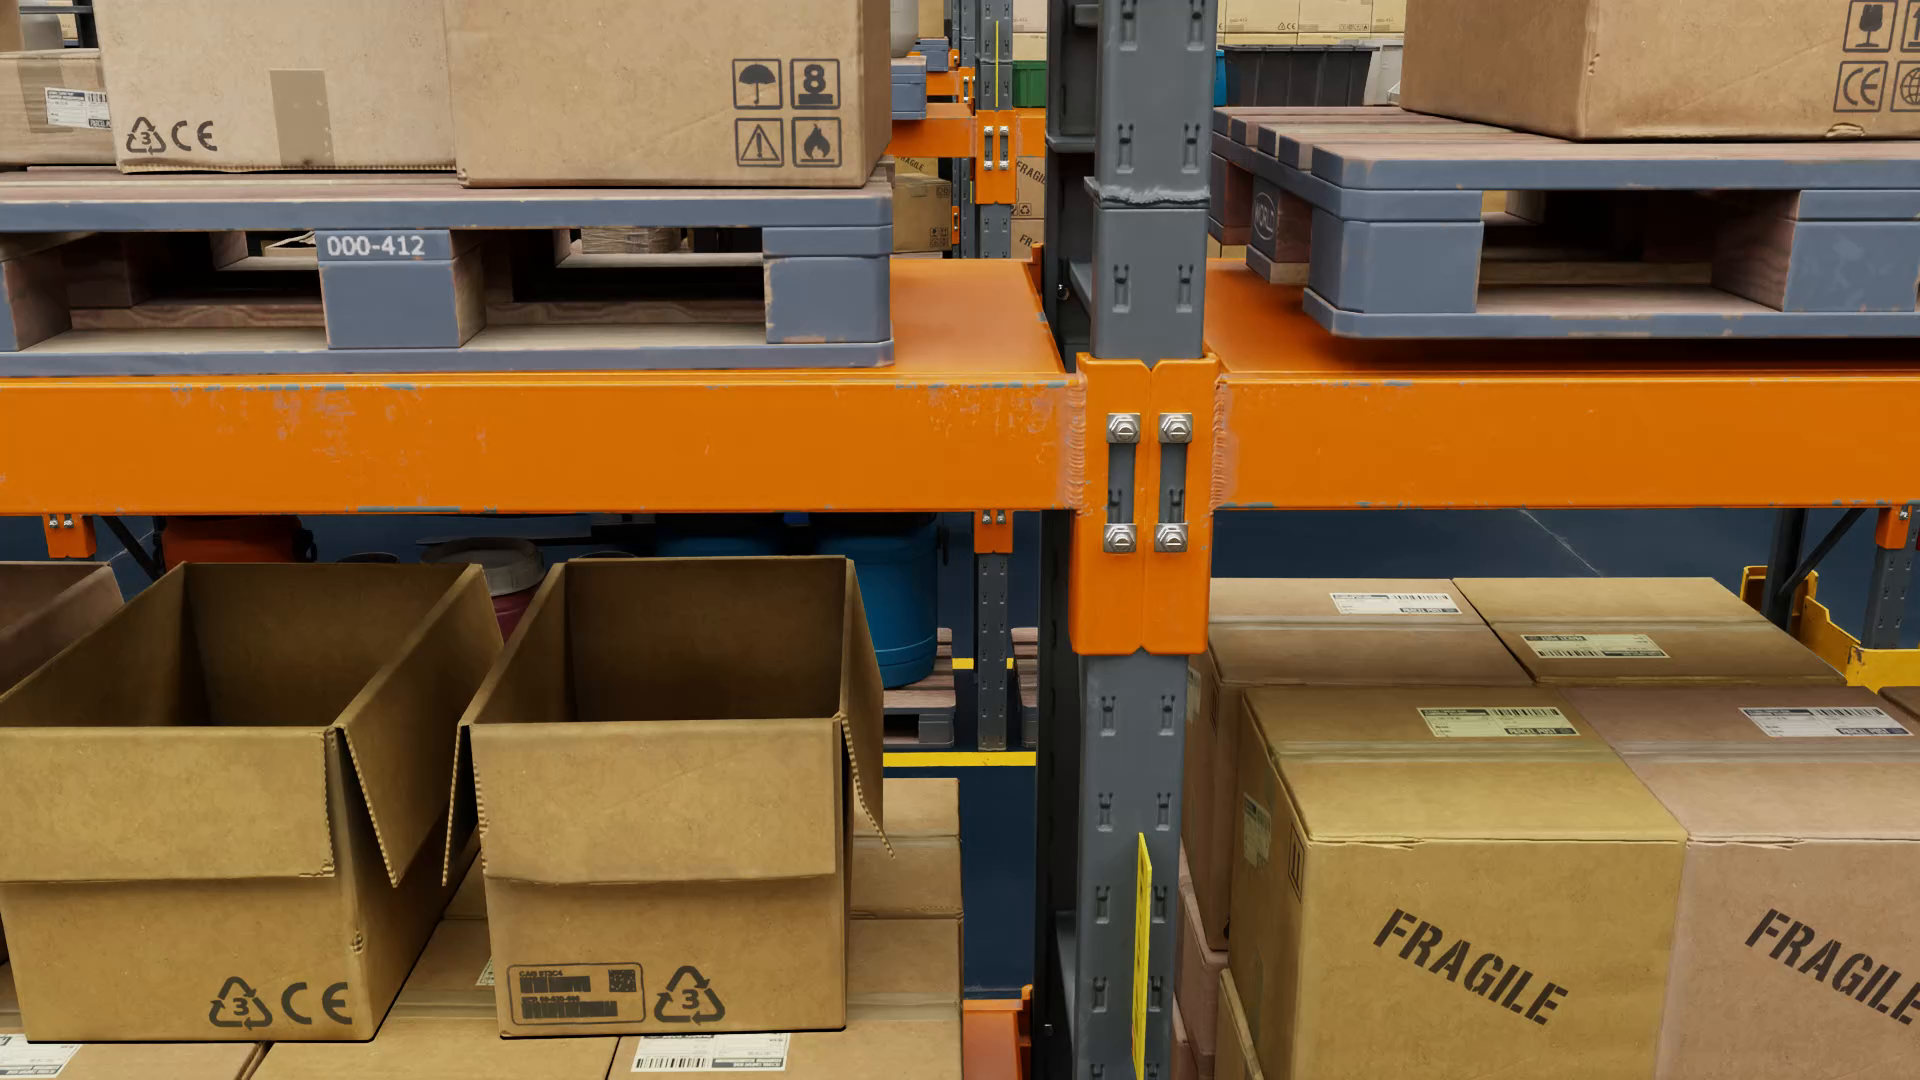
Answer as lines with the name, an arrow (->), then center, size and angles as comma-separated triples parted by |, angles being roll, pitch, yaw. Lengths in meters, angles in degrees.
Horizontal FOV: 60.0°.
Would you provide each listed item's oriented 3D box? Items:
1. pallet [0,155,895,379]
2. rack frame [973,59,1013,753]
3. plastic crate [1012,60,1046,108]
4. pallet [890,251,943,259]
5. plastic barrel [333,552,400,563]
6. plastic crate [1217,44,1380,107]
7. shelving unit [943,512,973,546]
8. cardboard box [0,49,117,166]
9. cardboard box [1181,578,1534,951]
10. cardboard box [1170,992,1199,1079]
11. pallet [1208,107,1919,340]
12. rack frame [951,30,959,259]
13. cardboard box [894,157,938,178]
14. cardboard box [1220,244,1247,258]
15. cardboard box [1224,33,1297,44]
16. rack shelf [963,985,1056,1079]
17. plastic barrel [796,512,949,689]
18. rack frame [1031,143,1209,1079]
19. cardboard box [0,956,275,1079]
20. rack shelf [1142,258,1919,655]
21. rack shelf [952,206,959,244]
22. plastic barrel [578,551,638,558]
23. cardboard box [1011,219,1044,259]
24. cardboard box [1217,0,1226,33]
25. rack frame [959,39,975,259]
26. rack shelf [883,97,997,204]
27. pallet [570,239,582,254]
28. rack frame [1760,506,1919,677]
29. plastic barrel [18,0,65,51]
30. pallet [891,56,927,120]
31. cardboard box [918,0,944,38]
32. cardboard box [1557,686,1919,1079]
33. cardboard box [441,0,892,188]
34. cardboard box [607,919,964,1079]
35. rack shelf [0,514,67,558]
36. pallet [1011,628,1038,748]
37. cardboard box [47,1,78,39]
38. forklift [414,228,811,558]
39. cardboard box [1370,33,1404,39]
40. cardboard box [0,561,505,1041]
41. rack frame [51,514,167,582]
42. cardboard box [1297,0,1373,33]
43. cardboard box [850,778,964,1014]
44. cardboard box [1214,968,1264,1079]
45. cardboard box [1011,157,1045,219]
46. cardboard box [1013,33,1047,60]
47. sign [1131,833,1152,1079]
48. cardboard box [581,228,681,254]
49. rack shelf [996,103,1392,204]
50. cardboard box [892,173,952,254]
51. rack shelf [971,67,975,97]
pallet -> -0.699, -0.422, 2.355 | 1.217, 0.209, 0.805 | -1, 18, -3
rack frame -> 0.139, -0.617, 7.561 | 0.127, 3.000, 1.000 | 0, 18, -1
plastic crate -> 0.558, -2.039, 7.429 | 0.662, 0.188, 0.450 | 0, 18, -1
pallet -> -0.737, -2.068, 12.398 | 1.213, 0.211, 1.003 | 0, 18, -1
plastic barrel -> -2.809, 0.349, 7.933 | 0.421, 0.512, 0.421 | 0, 18, 0
plastic crate -> 1.385, -1.905, 6.880 | 0.590, 0.269, 0.497 | 0, 18, -1
shelving unit -> -0.014, -0.571, 10.364 | 0.189, 1.200, 0.258 | 0, 18, -1
cardboard box -> -1.274, -0.652, 2.481 | 0.250, 0.149, 0.380 | -1, 18, -3
cardboard box -> 0.672, 0.384, 2.969 | 0.500, 0.500, 0.500 | 0, 18, 1
cardboard box -> 0.517, 0.914, 3.200 | 0.250, 0.149, 0.380 | 0, 18, -1
pallet -> 1.035, -0.491, 2.403 | 1.213, 0.211, 1.003 | 0, 18, -1
rack frame -> -0.018, -3.643, 16.993 | 0.127, 3.000, 1.000 | 0, 18, -1
cardboard box -> -0.475, -3.762, 16.682 | 0.500, 0.500, 0.500 | -1, 18, -2
cardboard box -> 2.099, -2.105, 12.035 | 0.500, 0.500, 0.500 | -1, 18, -2
cardboard box -> 2.054, -3.420, 11.634 | 0.500, 0.250, 0.500 | 0, 18, -1
rack shelf -> -1.783, 1.248, 2.925 | 4.000, 0.370, 1.077 | 0, 18, -1
plastic barrel -> -0.406, 0.180, 7.825 | 0.708, 0.901, 0.600 | 0, 18, -1
rack frame -> 0.217, 0.896, 2.845 | 0.127, 3.000, 1.000 | 0, 18, -1
cardboard box -> -1.264, 0.939, 2.547 | 0.500, 0.500, 0.500 | 0, 18, -2
rack shelf -> 2.217, -0.200, 2.527 | 4.000, 0.370, 1.077 | 0, 18, -1
rack shelf -> -2.017, -3.291, 17.073 | 4.000, 0.370, 1.077 | 0, 18, -1
plastic barrel -> -1.680, 0.344, 7.950 | 0.421, 0.512, 0.421 | 0, 18, 0
cardboard box -> 0.578, -2.097, 12.010 | 0.500, 0.500, 0.500 | 0, 18, 1
cardboard box -> 1.554, -3.653, 11.541 | 0.500, 0.250, 0.500 | 0, 18, -1
rack frame -> 0.064, -2.130, 12.277 | 0.127, 3.000, 1.000 | 0, 18, -1
rack shelf -> -1.861, -1.693, 7.182 | 4.000, 0.370, 1.077 | 0, 18, -1
pallet -> -3.259, -2.044, 12.323 | 1.003, 0.211, 1.213 | 0, 18, -1
rack frame -> 4.138, -0.636, 7.621 | 0.127, 3.000, 1.000 | 0, 18, -1
plastic barrel -> -4.176, -2.171, 7.312 | 0.421, 0.512, 0.421 | 0, 18, 0
pallet -> -0.644, -1.922, 7.026 | 1.003, 0.211, 1.213 | 0, 18, -1
cardboard box -> -0.441, -3.874, 11.786 | 0.600, 0.600, 0.600 | -2, 18, -6
cardboard box -> 1.192, 0.544, 2.472 | 0.500, 0.500, 0.500 | 0, 18, -1
cardboard box -> -0.363, -0.774, 2.289 | 0.500, 0.500, 0.700 | 0, 18, 0
cardboard box -> -0.246, 0.934, 2.563 | 0.500, 0.500, 0.500 | 0, 18, -1
rack shelf -> -5.861, -0.246, 7.580 | 4.000, 0.370, 1.077 | 0, 18, -1
pallet -> 0.873, 0.695, 8.035 | 1.213, 0.211, 1.003 | 0, 18, -1
cardboard box -> -6.022, -3.639, 11.627 | 0.500, 0.250, 0.500 | -2, 18, -6
forklift -> -1.748, -1.325, 9.880 | 3.031, 2.935, 1.130 | -2, 18, -7
cardboard box -> 3.054, -3.424, 11.646 | 0.500, 0.250, 0.500 | 0, 18, -1
cardboard box -> -1.108, 0.376, 2.660 | 0.637, 0.503, 0.797 | 0, 18, 0
rack frame -> -3.861, -0.598, 7.500 | 0.127, 3.000, 1.000 | 0, 18, -1
cardboard box -> 2.554, -3.660, 11.563 | 0.500, 0.250, 0.500 | 0, 18, -1
cardboard box -> -0.247, 0.774, 3.061 | 0.500, 0.500, 0.500 | 0, 18, -1
cardboard box -> 0.691, 0.903, 2.580 | 0.500, 0.250, 0.500 | -1, 18, -2
cardboard box -> 0.540, -2.570, 11.848 | 0.500, 0.500, 0.500 | 0, 18, 1
cardboard box -> 0.554, -3.414, 11.613 | 0.500, 0.250, 0.500 | 0, 18, -1
sign -> 0.235, 0.548, 2.164 | 0.005, 0.325, 0.100 | 0, 18, -1
cardboard box -> -2.390, -2.342, 12.086 | 0.500, 0.500, 0.700 | 3, 18, 10
rack shelf -> 2.138, -1.712, 7.242 | 4.000, 0.370, 1.077 | 0, 18, -1
cardboard box -> -0.413, -2.444, 12.403 | 0.500, 0.500, 0.700 | -6, 19, -19
rack shelf -> 2.064, -3.225, 11.958 | 4.000, 0.370, 1.077 | 0, 18, -1
